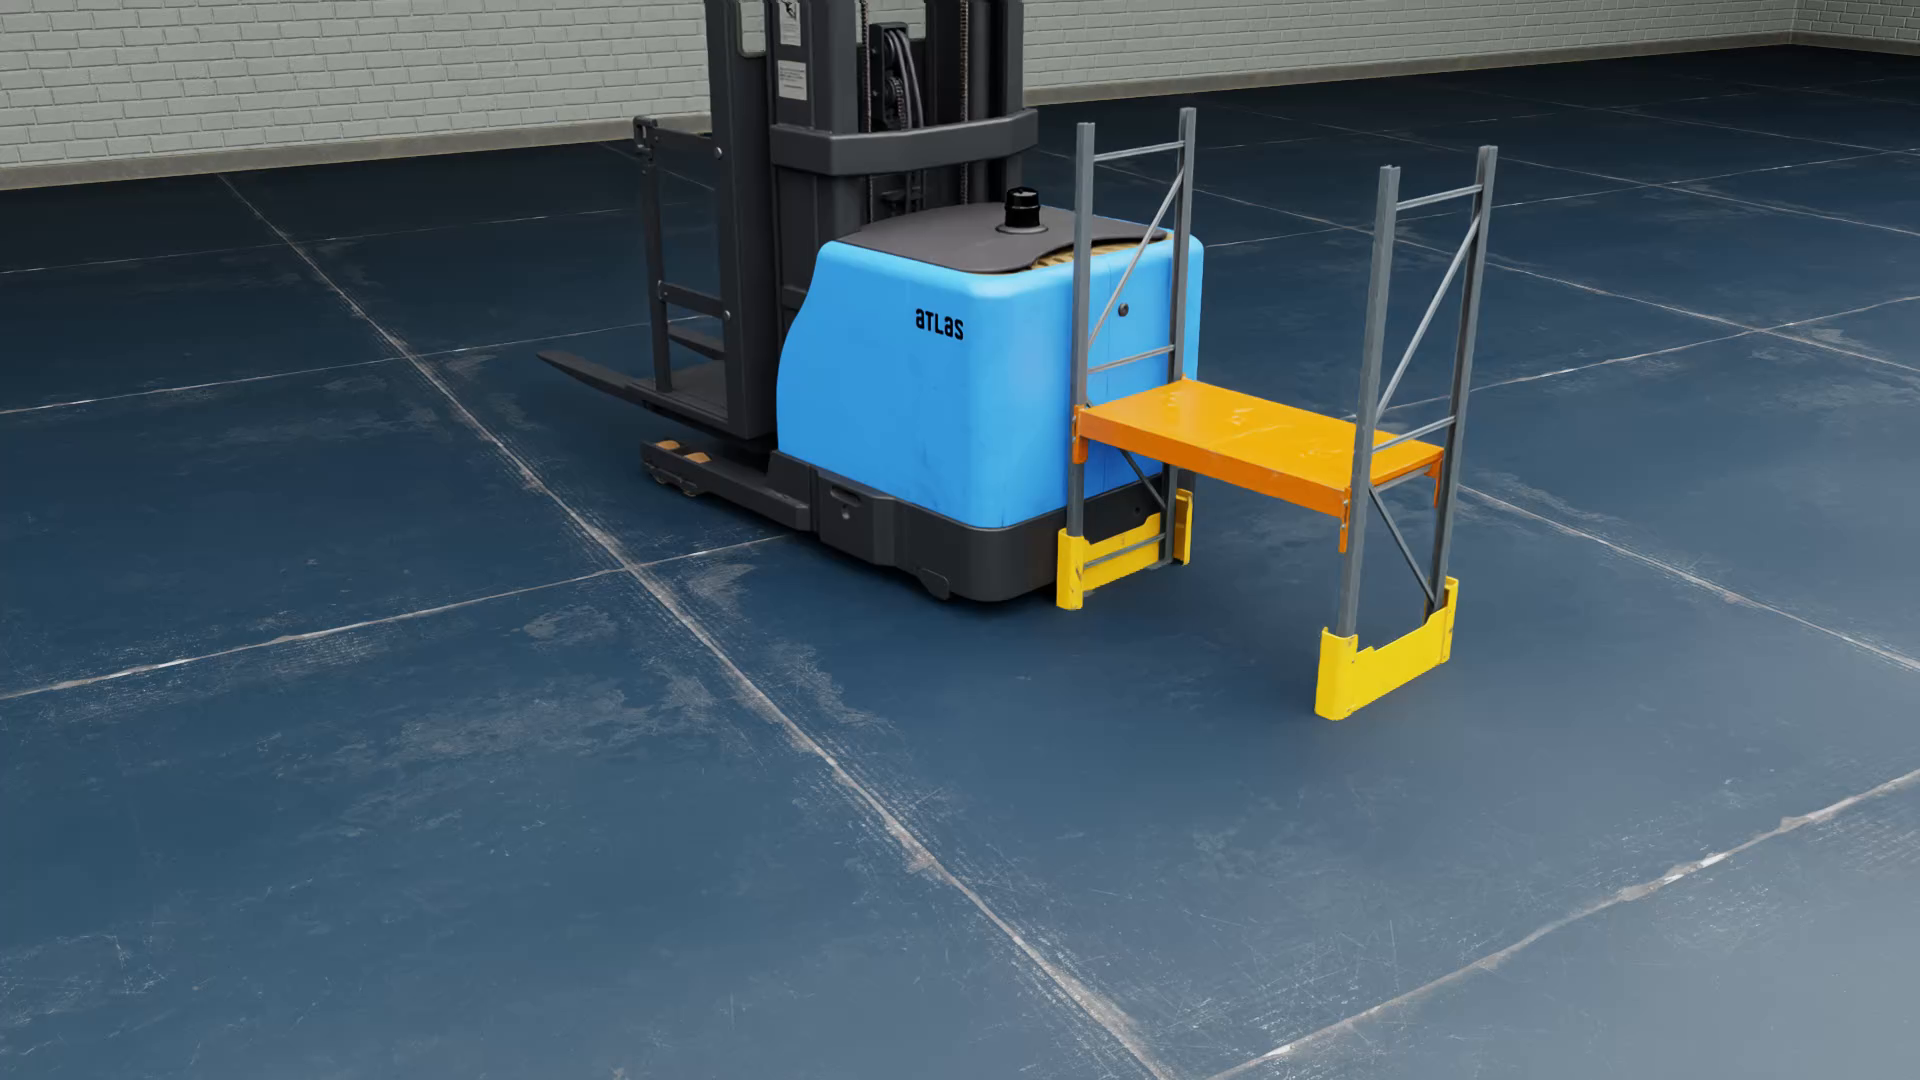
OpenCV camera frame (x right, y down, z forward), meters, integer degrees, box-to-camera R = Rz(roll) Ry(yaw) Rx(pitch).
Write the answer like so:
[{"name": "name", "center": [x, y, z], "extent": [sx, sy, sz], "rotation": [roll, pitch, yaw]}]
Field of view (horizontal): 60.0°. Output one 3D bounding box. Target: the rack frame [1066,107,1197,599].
[{"name": "rack frame", "center": [0.528, -0.559, 5.194], "extent": [0.500, 1.500, 0.032], "rotation": [-19, 29, -39]}]

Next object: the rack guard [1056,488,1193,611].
[{"name": "rack guard", "center": [0.541, 0.026, 5.417], "extent": [0.587, 0.250, 0.087], "rotation": [-19, 29, -39]}]

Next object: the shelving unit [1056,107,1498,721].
[{"name": "shelving unit", "center": [0.881, -0.416, 4.844], "extent": [0.587, 1.500, 1.083], "rotation": [-19, 29, -39]}]

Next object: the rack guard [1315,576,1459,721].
[{"name": "rack guard", "center": [1.221, 0.299, 4.743], "extent": [0.587, 0.250, 0.087], "rotation": [-19, 29, -39]}]

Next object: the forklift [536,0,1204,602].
[{"name": "forklift", "center": [-0.564, -1.634, 5.939], "extent": [1.130, 2.935, 3.031], "rotation": [-19, 29, -39]}]

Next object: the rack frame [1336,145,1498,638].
[{"name": "rack frame", "center": [1.222, -0.279, 4.507], "extent": [0.500, 1.500, 0.032], "rotation": [-19, 29, -39]}]

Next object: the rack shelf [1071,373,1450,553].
[{"name": "rack shelf", "center": [0.875, -0.252, 4.918], "extent": [0.538, 0.185, 1.000], "rotation": [-19, 29, -39]}]
